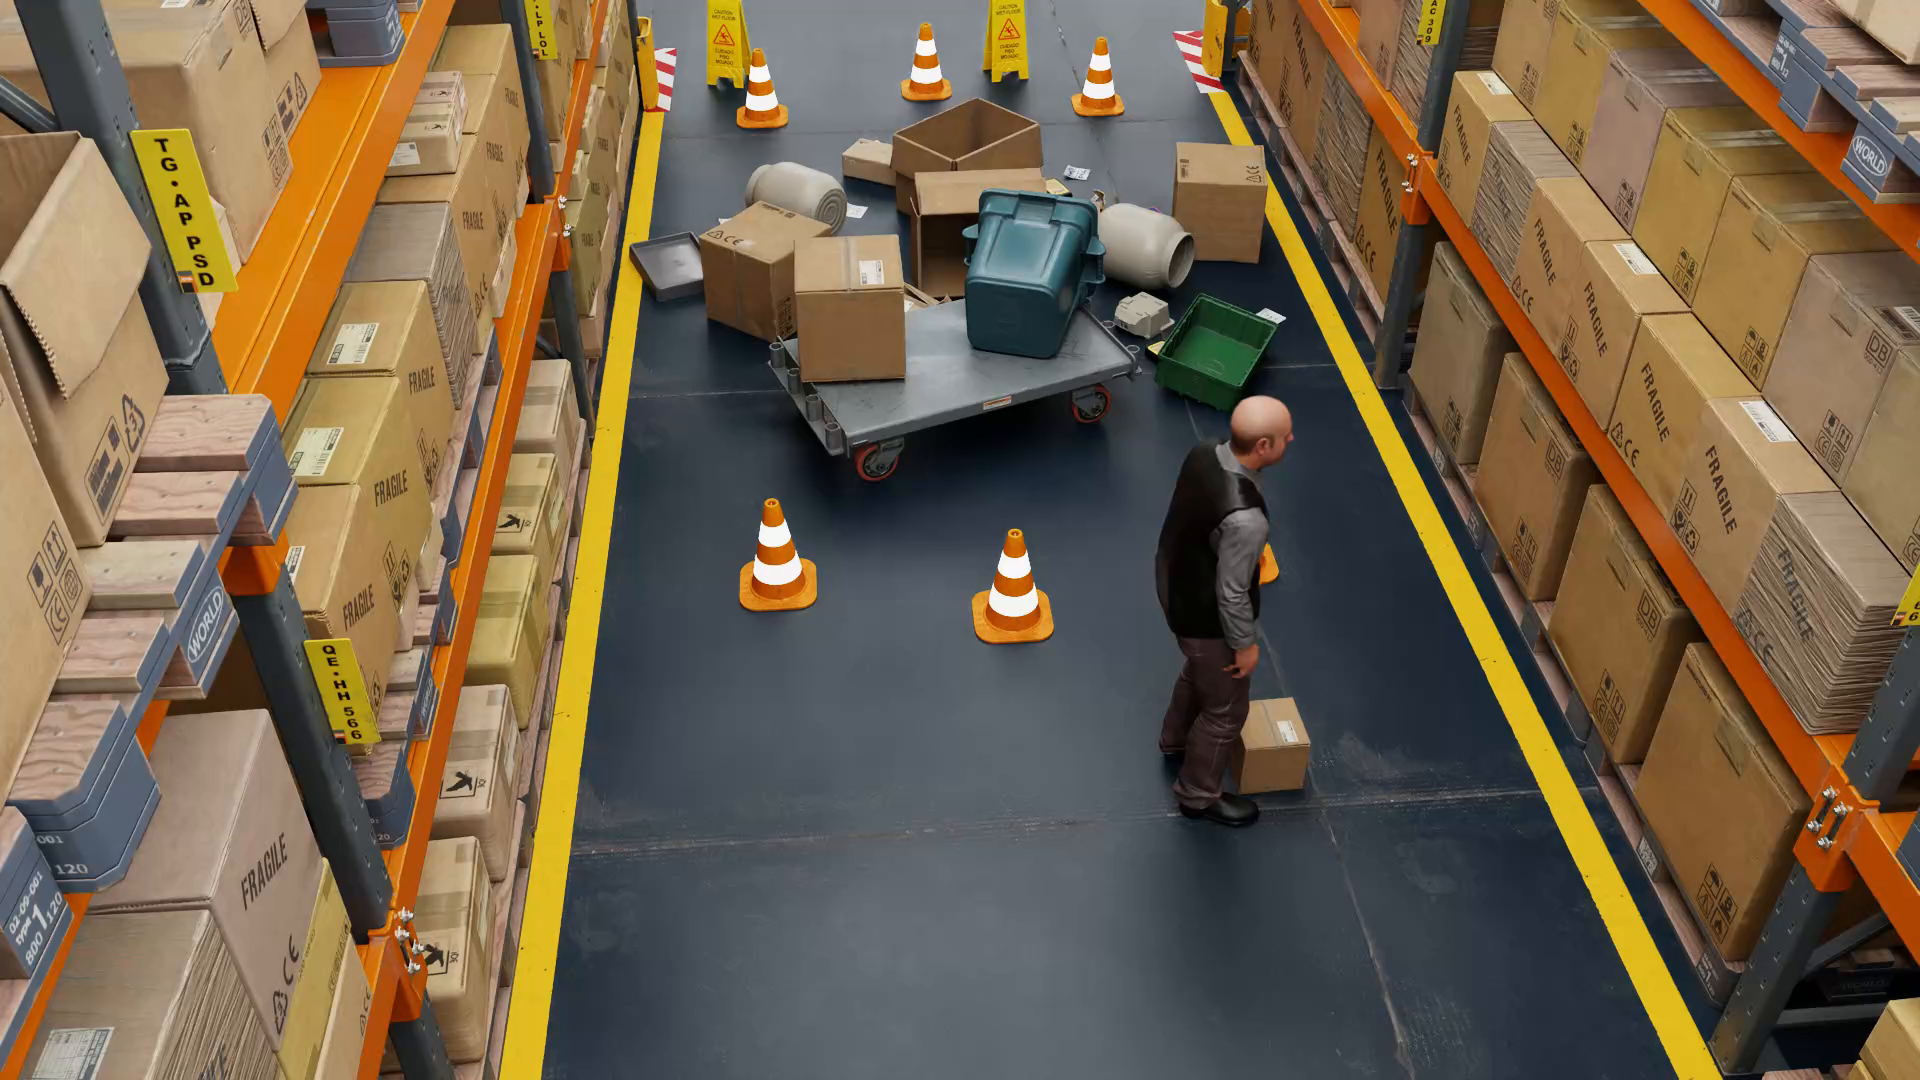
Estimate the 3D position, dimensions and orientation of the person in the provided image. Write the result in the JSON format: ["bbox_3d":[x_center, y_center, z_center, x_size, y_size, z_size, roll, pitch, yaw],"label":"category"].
[{"bbox_3d":[0.894,0.236,5.880,0.412,1.720,0.585,-4,39,-5],"label":"person"}]
